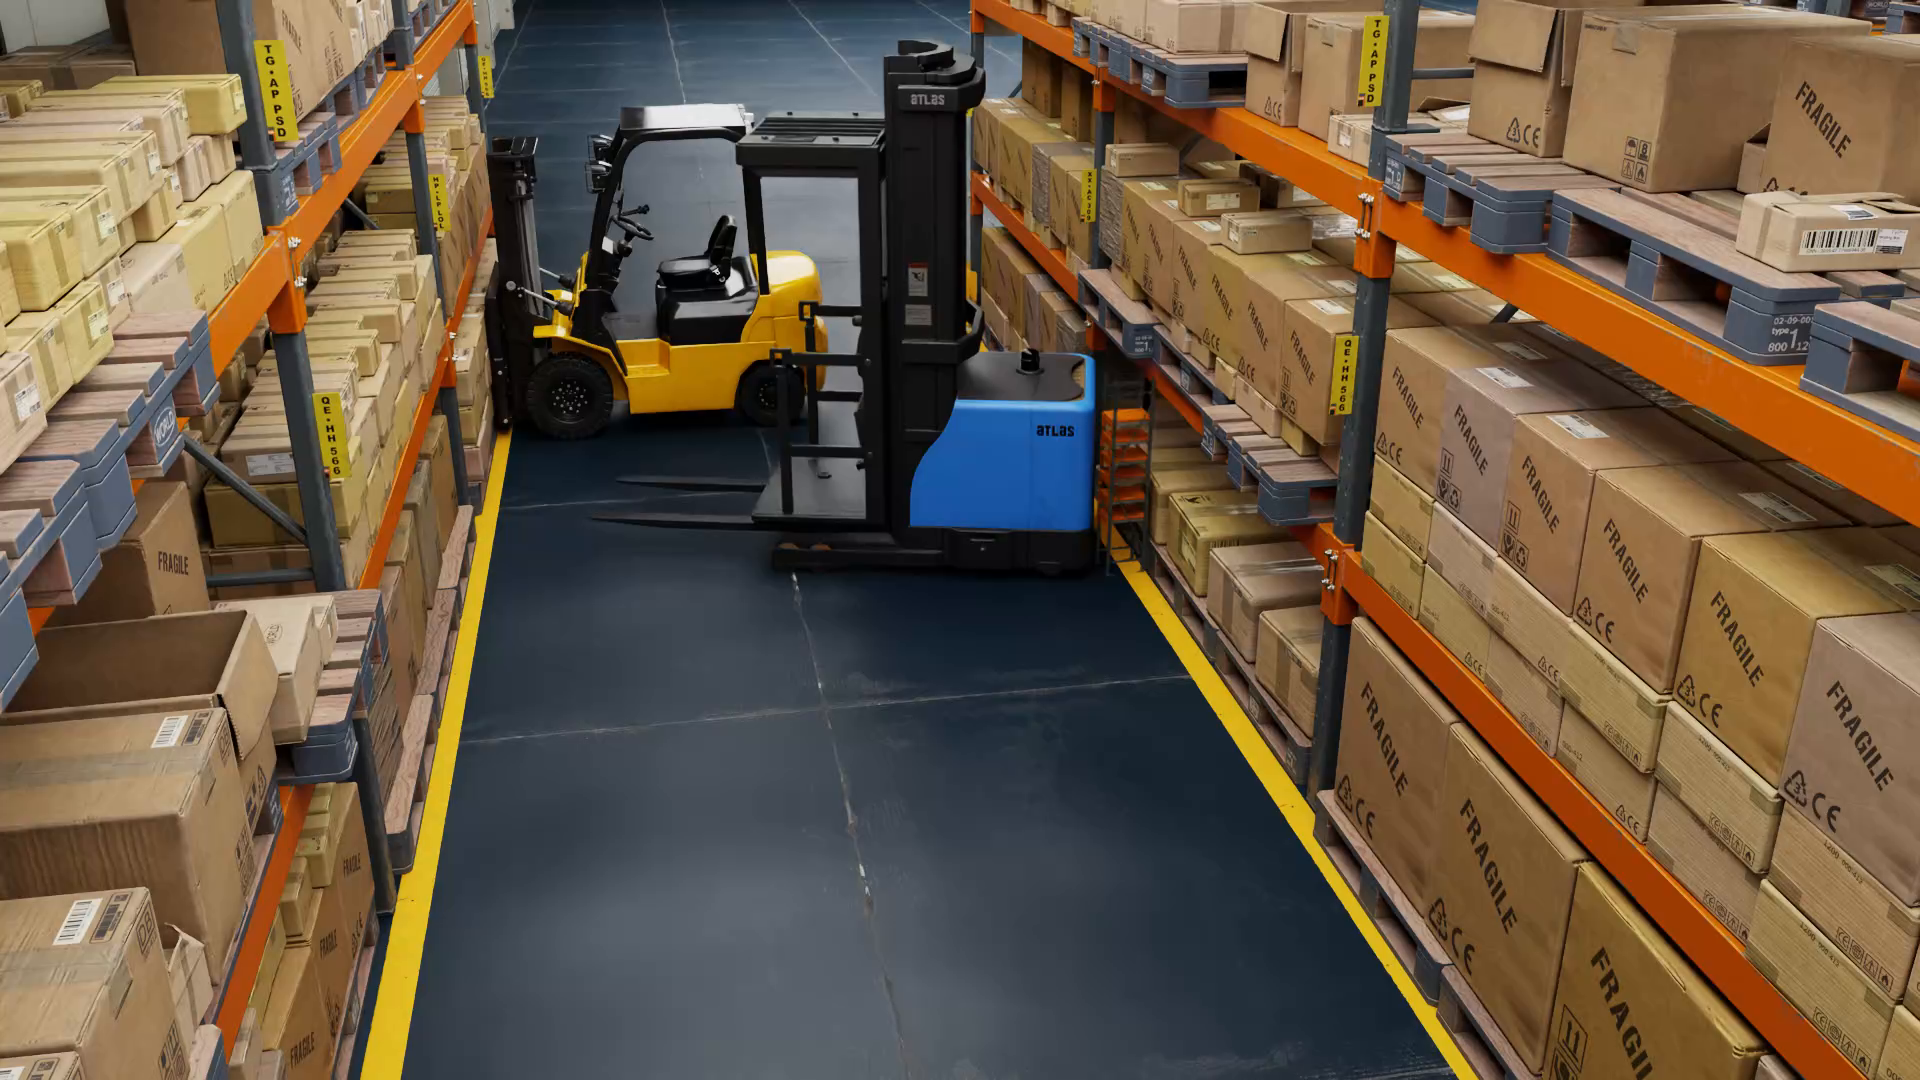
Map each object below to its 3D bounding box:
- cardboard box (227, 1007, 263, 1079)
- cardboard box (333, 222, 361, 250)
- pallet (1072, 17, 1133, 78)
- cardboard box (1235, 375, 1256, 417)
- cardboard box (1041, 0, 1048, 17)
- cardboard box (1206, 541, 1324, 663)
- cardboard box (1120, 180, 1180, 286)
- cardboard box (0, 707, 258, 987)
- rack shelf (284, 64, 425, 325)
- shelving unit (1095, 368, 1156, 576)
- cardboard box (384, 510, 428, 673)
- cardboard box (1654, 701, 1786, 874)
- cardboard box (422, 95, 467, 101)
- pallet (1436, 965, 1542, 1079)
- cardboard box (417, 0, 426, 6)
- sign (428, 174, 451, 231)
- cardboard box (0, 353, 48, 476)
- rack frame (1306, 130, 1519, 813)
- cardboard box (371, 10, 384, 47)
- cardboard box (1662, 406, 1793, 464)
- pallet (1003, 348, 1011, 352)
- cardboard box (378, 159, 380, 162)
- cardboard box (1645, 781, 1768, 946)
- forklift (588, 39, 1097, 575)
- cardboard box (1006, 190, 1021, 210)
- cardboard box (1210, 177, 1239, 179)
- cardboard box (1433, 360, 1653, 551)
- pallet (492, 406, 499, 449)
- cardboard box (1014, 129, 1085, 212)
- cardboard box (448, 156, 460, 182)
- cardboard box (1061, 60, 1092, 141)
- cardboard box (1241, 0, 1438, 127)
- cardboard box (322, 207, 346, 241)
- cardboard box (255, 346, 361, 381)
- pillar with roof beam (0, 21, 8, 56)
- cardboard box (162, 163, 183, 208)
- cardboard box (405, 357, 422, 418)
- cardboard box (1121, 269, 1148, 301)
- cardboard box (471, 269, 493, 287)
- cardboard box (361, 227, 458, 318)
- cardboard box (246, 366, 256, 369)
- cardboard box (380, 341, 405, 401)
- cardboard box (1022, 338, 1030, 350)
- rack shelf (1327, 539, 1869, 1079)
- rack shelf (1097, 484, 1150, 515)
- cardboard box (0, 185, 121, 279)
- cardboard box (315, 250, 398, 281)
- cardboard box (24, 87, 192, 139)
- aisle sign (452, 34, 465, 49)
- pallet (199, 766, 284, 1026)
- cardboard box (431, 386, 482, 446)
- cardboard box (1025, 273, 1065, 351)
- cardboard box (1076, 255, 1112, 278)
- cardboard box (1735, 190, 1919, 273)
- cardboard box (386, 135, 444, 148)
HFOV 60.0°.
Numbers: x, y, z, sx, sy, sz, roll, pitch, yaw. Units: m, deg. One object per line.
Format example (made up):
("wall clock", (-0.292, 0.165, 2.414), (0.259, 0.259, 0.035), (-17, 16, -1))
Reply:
("cardboard box", (-2.247, 1.517, 4.816), (0.380, 0.149, 0.250), (-5, 24, -12))
("cardboard box", (-3.893, -1.614, 10.072), (0.500, 0.500, 0.500), (-4, 24, -10))
("pallet", (1.342, -2.818, 9.441), (1.213, 0.211, 1.003), (-4, 24, -10))
("cardboard box", (1.531, -0.691, 7.874), (0.380, 0.149, 0.250), (-5, 24, -12))
("cardboard box", (0.783, -3.756, 11.669), (0.380, 0.149, 0.250), (-5, 24, -10))
("cardboard box", (1.833, 0.293, 8.591), (0.950, 0.372, 0.625), (-5, 24, -11))
("cardboard box", (1.231, -1.752, 9.492), (0.500, 0.500, 0.500), (-4, 24, -10))
("cardboard box", (-2.176, 0.778, 4.071), (0.700, 0.500, 0.500), (-4, 24, -10))
("rack shelf", (-3.175, -1.669, 7.476), (1.077, 0.370, 4.000), (-4, 24, -10))
("shelving unit", (0.954, -0.387, 9.633), (0.258, 1.200, 0.189), (-5, 24, -14))
("cardboard box", (-3.160, 0.290, 8.280), (0.875, 0.625, 0.625), (-5, 24, -12))
("cardboard box", (2.290, 0.652, 4.573), (0.500, 0.250, 0.500), (-4, 24, -8))
("cardboard box", (-4.011, -3.339, 12.840), (0.380, 0.149, 0.250), (-4, 24, -10))
("pallet", (2.366, 1.866, 5.714), (1.003, 0.211, 1.213), (-4, 24, -10))
("cardboard box", (-3.459, -3.328, 9.837), (0.500, 0.311, 0.500), (-4, 24, -9))
("sign", (-3.013, -1.949, 9.618), (0.100, 0.325, 0.005), (-4, 24, -10))
("cardboard box", (-1.849, -0.212, 2.904), (0.380, 0.149, 0.250), (-4, 24, -9))
("rack frame", (2.072, -0.207, 6.975), (1.000, 3.000, 0.127), (-4, 24, -10))
("cardboard box", (-3.043, -2.499, 8.140), (0.380, 0.149, 0.250), (-4, 24, -10))
("cardboard box", (2.613, -0.130, 5.425), (0.500, 0.500, 0.500), (-4, 24, -10))
("pallet", (0.945, -1.245, 12.836), (1.003, 0.211, 1.213), (-4, 24, -10))
("cardboard box", (-4.362, -2.769, 11.908), (0.380, 0.149, 0.250), (-4, 24, -9))
("cardboard box", (2.314, 0.877, 4.681), (0.500, 0.250, 0.500), (-5, 24, -11))
("forklift", (-0.702, -1.359, 9.700), (3.031, 2.935, 1.130), (2, 24, 4))
("cardboard box", (0.565, -2.678, 12.948), (0.380, 0.149, 0.250), (-4, 24, -8))
("cardboard box", (1.737, -1.795, 9.591), (0.500, 0.500, 0.500), (-4, 24, -9))
("cardboard box", (2.025, -0.304, 5.825), (0.500, 0.500, 0.500), (-4, 24, -10))
("pallet", (-3.880, -0.930, 12.116), (1.003, 0.211, 1.213), (-4, 24, -10))
("cardboard box", (0.705, -2.725, 12.246), (0.500, 0.500, 0.500), (-5, 24, -11))
("cardboard box", (-3.611, -2.509, 11.311), (0.380, 0.149, 0.250), (-5, 24, -11))
("cardboard box", (1.140, -3.210, 12.106), (0.700, 0.500, 0.500), (-4, 24, -10))
("cardboard box", (1.762, -2.226, 7.723), (0.797, 0.503, 0.637), (-4, 24, -10))
("cardboard box", (-3.856, -1.862, 9.830), (0.380, 0.149, 0.250), (-4, 24, -10))
("cardboard box", (-2.834, -0.731, 7.240), (0.380, 0.149, 0.250), (-4, 24, -9))
("pillar with roof beam", (0.299, -3.352, 6.681), (9.100, 9.000, 0.400), (-4, 24, -10))
("cardboard box", (-2.451, -0.996, 4.725), (0.380, 0.149, 0.250), (-4, 24, -9))
("cardboard box", (-3.034, -0.769, 8.450), (0.500, 0.250, 0.500), (-4, 24, -9))
("cardboard box", (1.162, -1.518, 9.766), (0.380, 0.149, 0.250), (-4, 24, -9))
("cardboard box", (-3.689, -1.819, 12.328), (0.500, 0.250, 0.500), (-4, 24, -9))
("cardboard box", (-3.370, -1.651, 10.157), (0.500, 0.500, 0.500), (-5, 24, -11))
("cardboard box", (-3.433, -0.751, 7.784), (0.500, 0.250, 0.500), (-5, 24, -11))
("cardboard box", (-2.937, -0.794, 7.883), (0.500, 0.250, 0.500), (-4, 24, -9))
("cardboard box", (0.762, -1.334, 12.468), (0.500, 0.250, 0.500), (-4, 24, -9))
("rack shelf", (2.442, 0.910, 5.318), (1.077, 0.370, 4.000), (-4, 24, -10))
("rack shelf", (0.952, -0.236, 9.699), (0.258, 0.103, 0.180), (-5, 24, -14))
("cardboard box", (-2.032, -0.650, 3.535), (0.380, 0.149, 0.250), (-4, 24, -9))
("cardboard box", (-3.204, -1.436, 8.855), (0.380, 0.149, 0.250), (-4, 24, -10))
("cardboard box", (-2.506, -1.238, 4.907), (0.380, 0.149, 0.250), (-5, 24, -12))
("aisle sign", (-4.008, -4.223, 12.924), (0.394, 0.787, 0.004), (-4, 24, -10))
("pallet", (-2.441, 1.015, 4.419), (1.003, 0.211, 1.213), (-4, 24, -10))
("cardboard box", (-3.331, -0.786, 10.588), (0.500, 0.250, 0.500), (-4, 24, -10))
("cardboard box", (0.768, -1.669, 12.298), (0.500, 0.500, 0.500), (-3, 24, -7))
("cardboard box", (0.974, -1.769, 10.866), (0.380, 0.149, 0.250), (-5, 24, -10))
("cardboard box", (2.315, -0.826, 4.413), (0.380, 0.166, 0.250), (-2, 24, -5))
("cardboard box", (-3.692, -2.635, 11.230), (0.380, 0.149, 0.250), (-4, 24, -10))
